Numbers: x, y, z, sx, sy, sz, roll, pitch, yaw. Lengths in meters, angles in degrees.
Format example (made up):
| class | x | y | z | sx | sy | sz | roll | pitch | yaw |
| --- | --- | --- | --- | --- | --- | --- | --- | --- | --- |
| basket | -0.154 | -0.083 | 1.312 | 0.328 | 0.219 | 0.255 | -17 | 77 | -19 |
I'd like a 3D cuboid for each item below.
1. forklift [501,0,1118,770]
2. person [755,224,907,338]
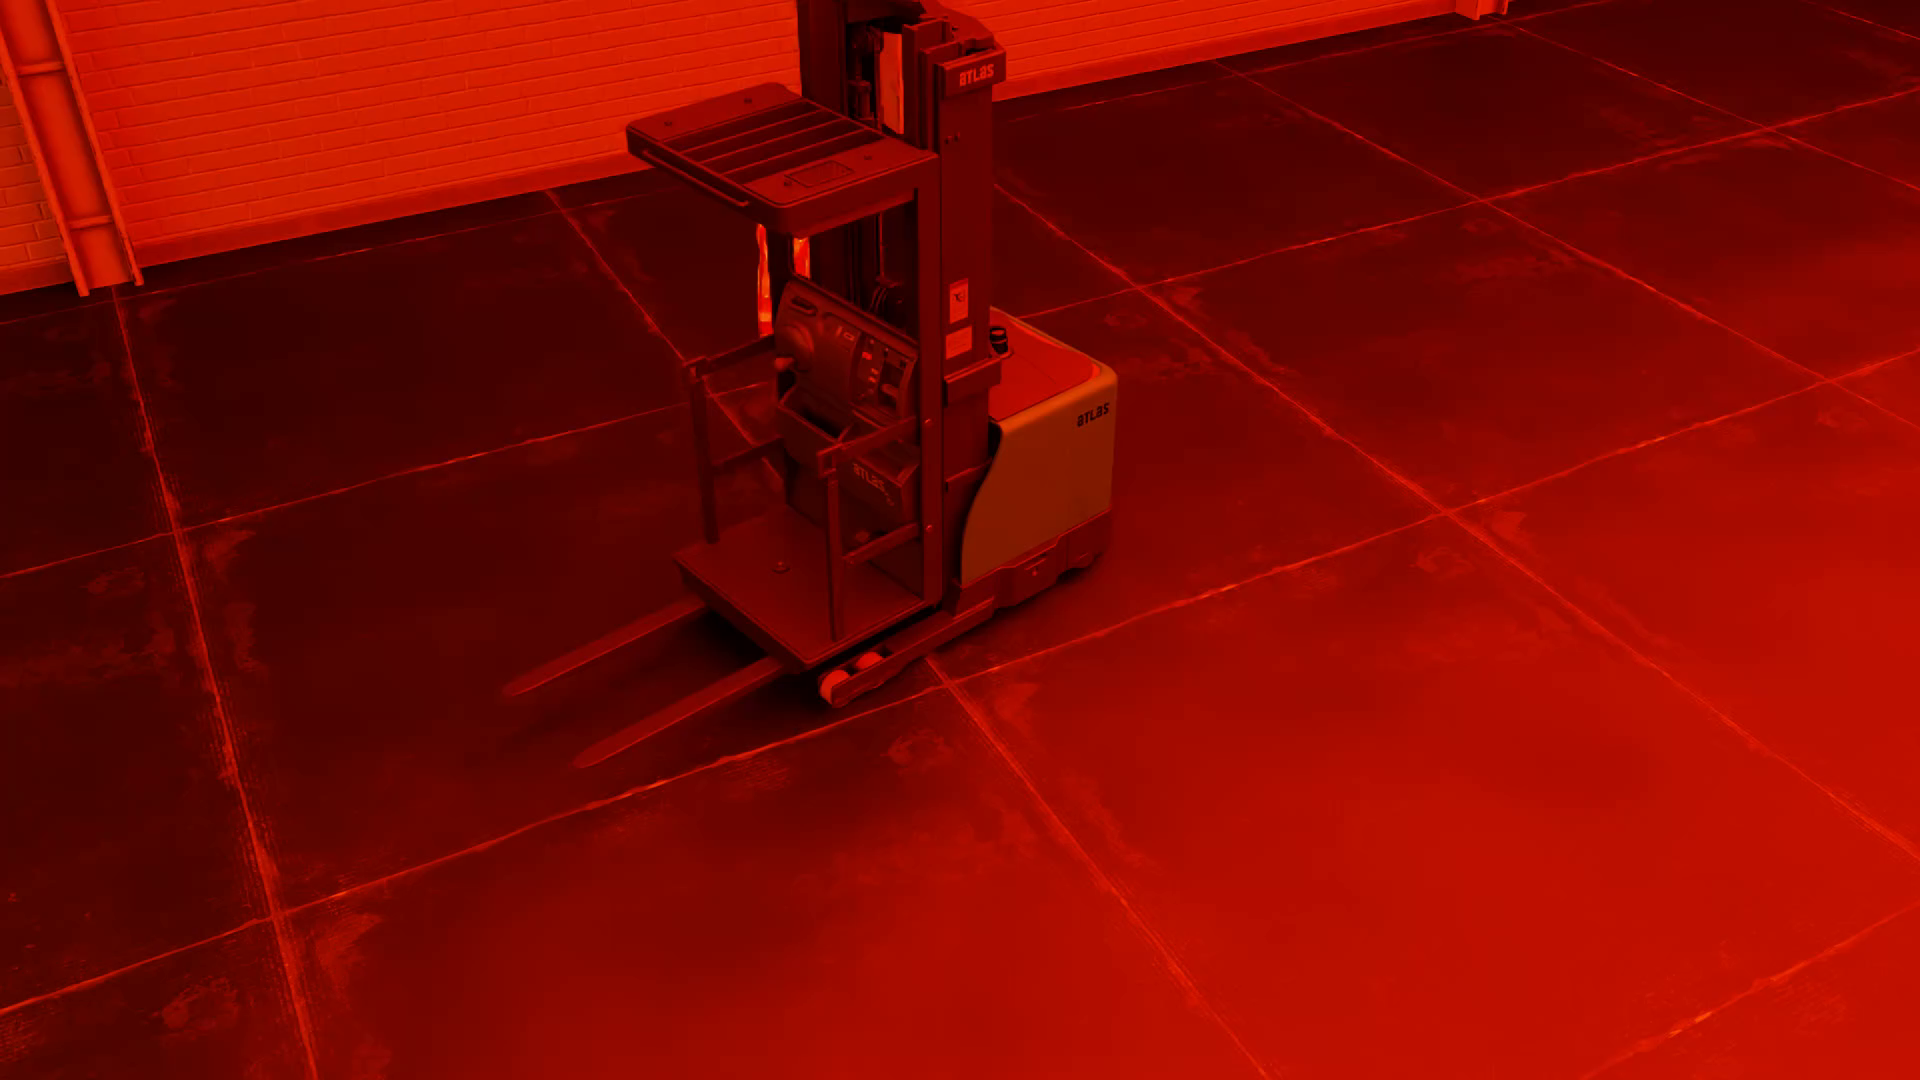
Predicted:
| class | x | y | z | sx | sy | sz | roll | pitch | yaw |
| --- | --- | --- | --- | --- | --- | --- | --- | --- | --- |
| forklift | -0.668 | -0.779 | 7.225 | 3.031 | 2.935 | 1.130 | -27 | 43 | -33 |
| person | -0.627 | -1.265 | 9.141 | 1.187 | 1.525 | 0.930 | 17 | 39 | 23 |
